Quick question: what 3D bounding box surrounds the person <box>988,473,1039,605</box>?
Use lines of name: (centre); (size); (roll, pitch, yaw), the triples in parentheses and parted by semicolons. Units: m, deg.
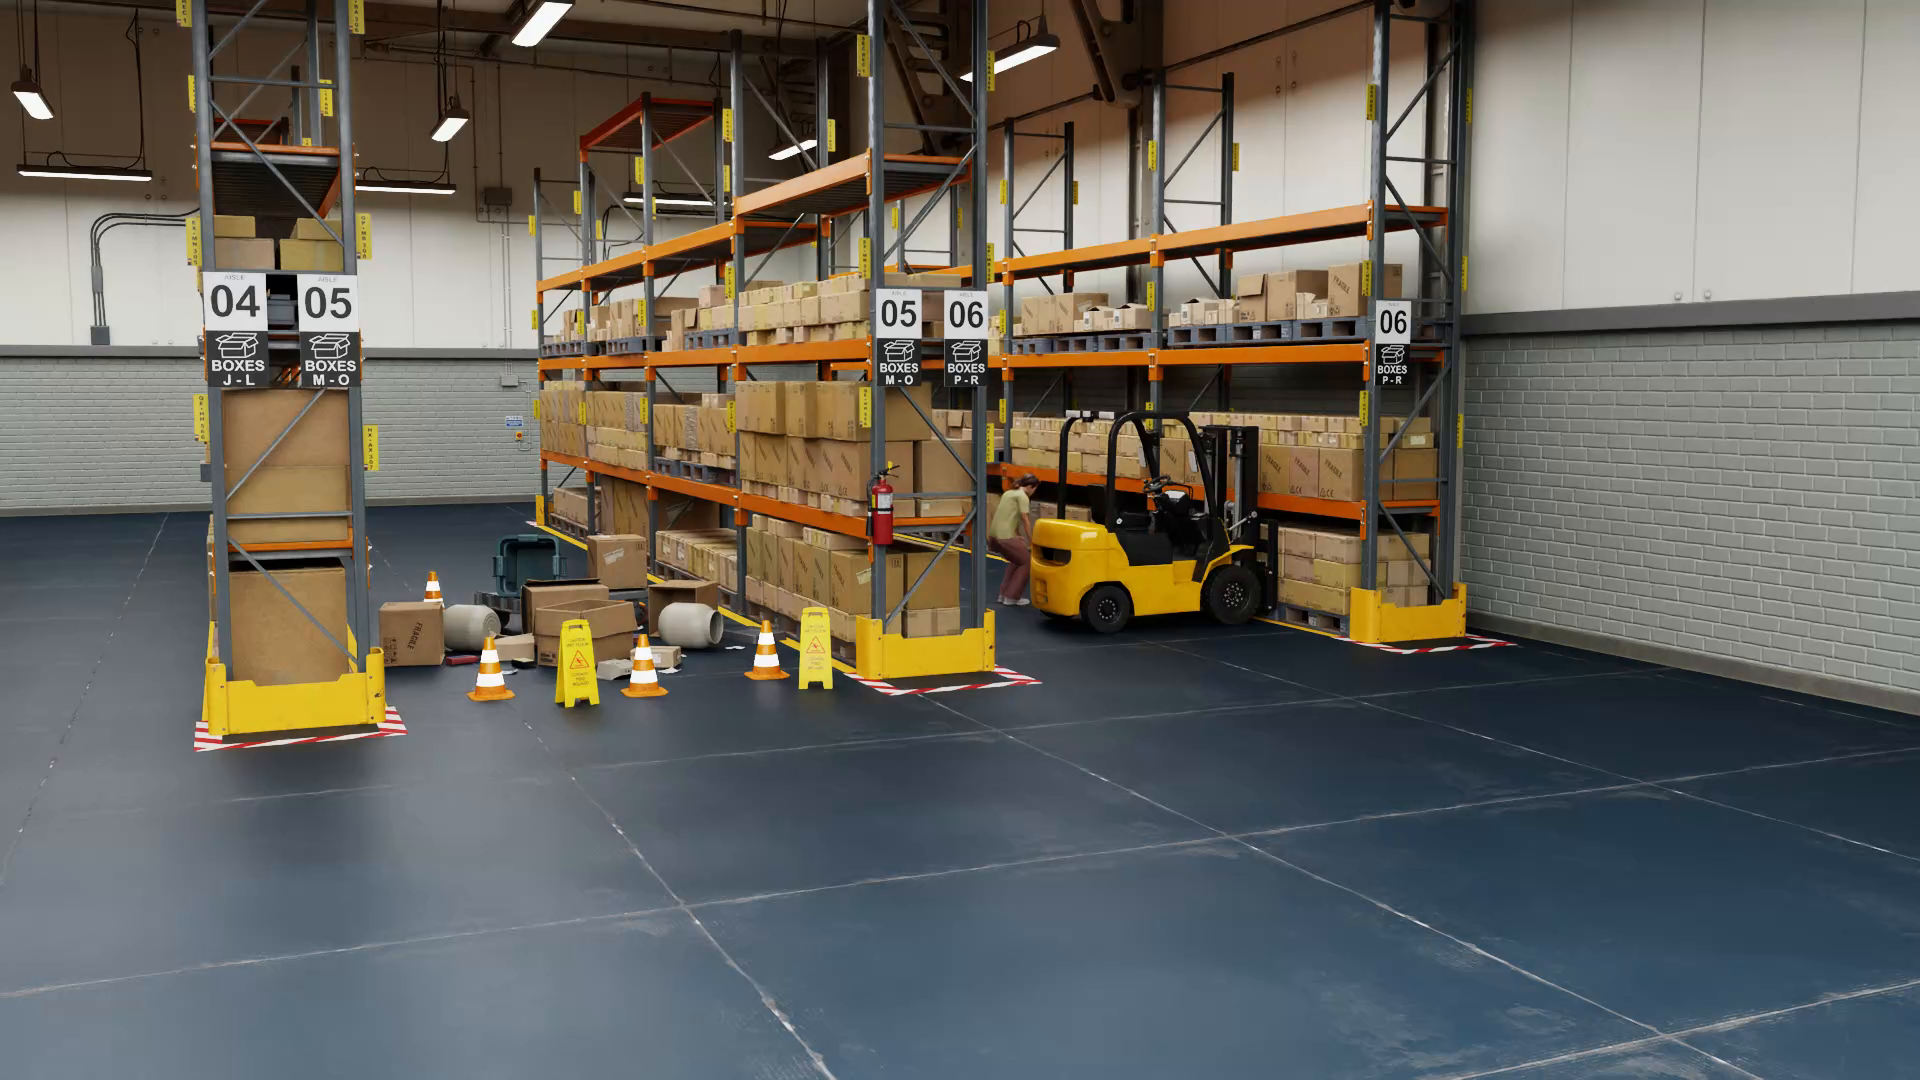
person: (0.599, -0.017, 18.391); (0.595, 1.444, 0.507); (-2, 6, -23)
